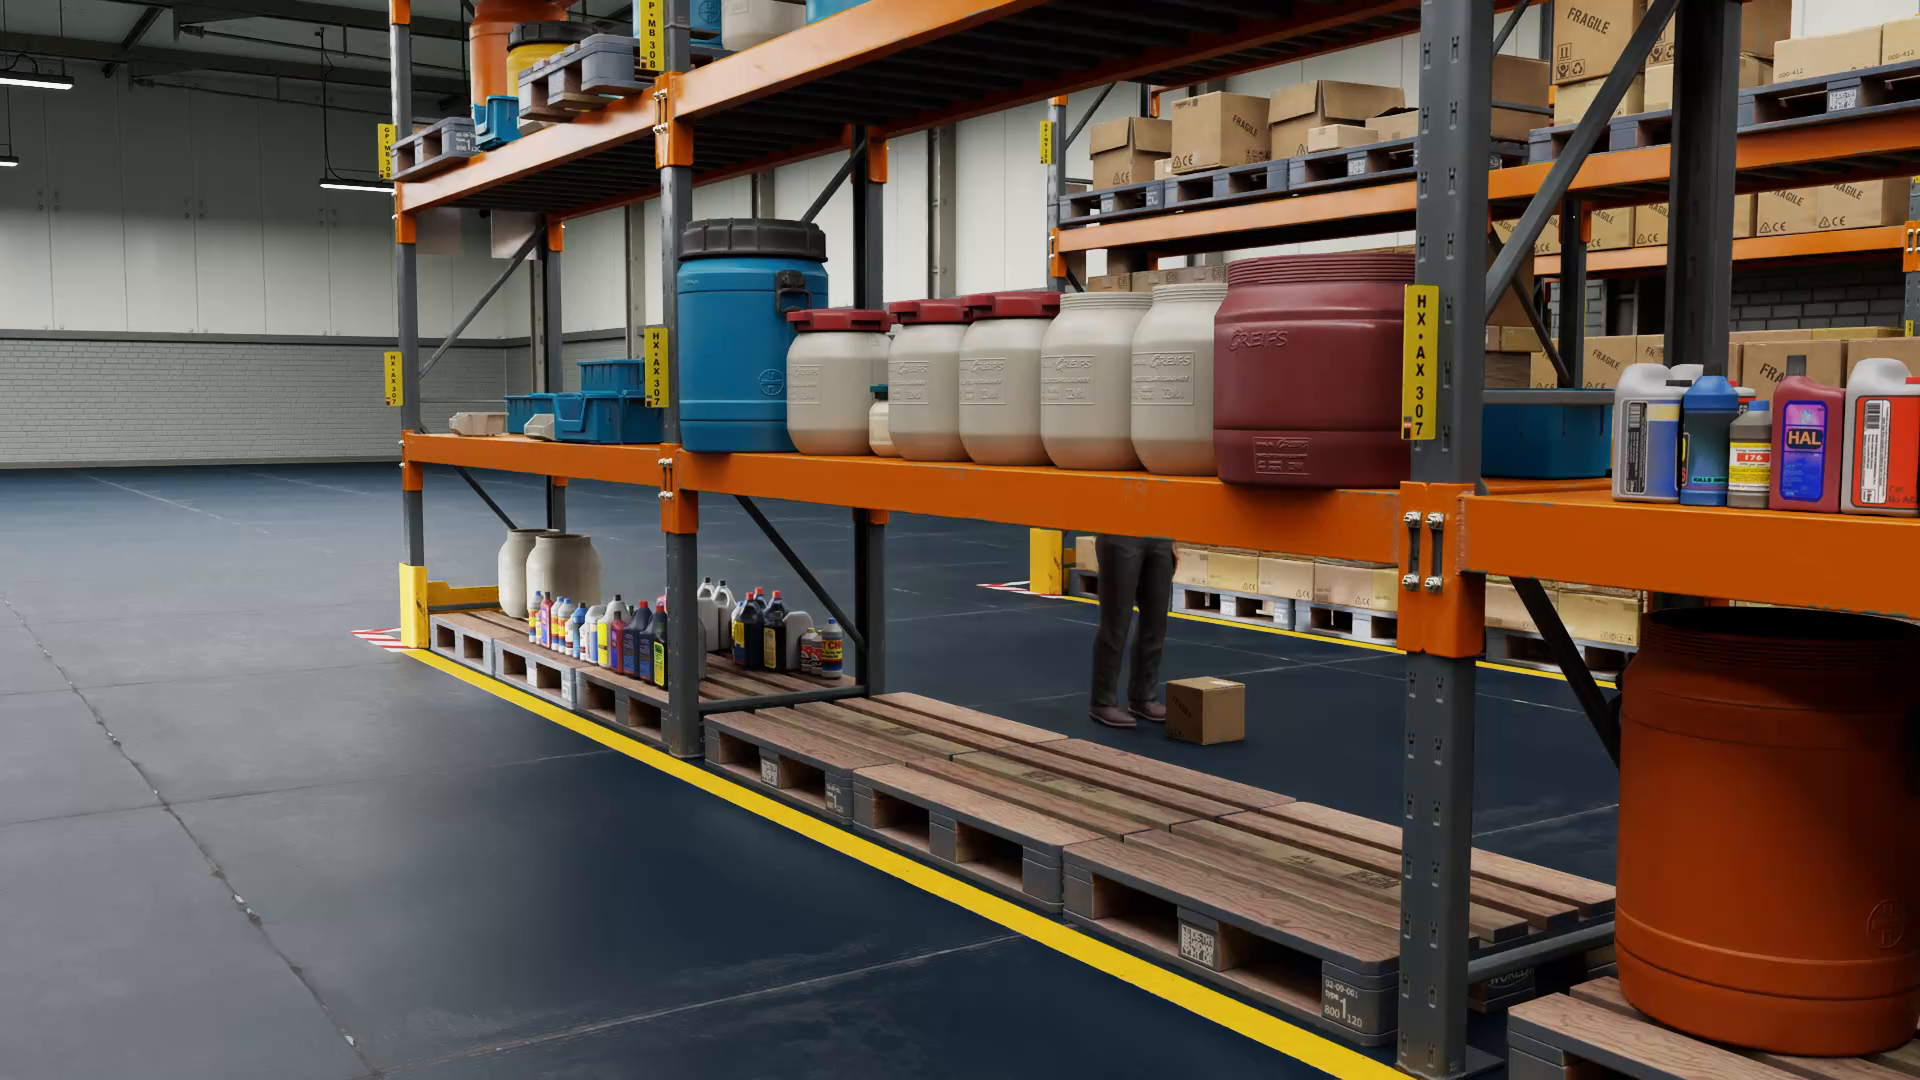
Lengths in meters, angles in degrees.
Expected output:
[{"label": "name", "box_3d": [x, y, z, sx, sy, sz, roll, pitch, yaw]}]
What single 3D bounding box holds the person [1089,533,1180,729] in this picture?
[{"label": "person", "box_3d": [0.832, 0.030, 7.778, 0.436, 1.661, 0.309, -3, 6, -32]}]
